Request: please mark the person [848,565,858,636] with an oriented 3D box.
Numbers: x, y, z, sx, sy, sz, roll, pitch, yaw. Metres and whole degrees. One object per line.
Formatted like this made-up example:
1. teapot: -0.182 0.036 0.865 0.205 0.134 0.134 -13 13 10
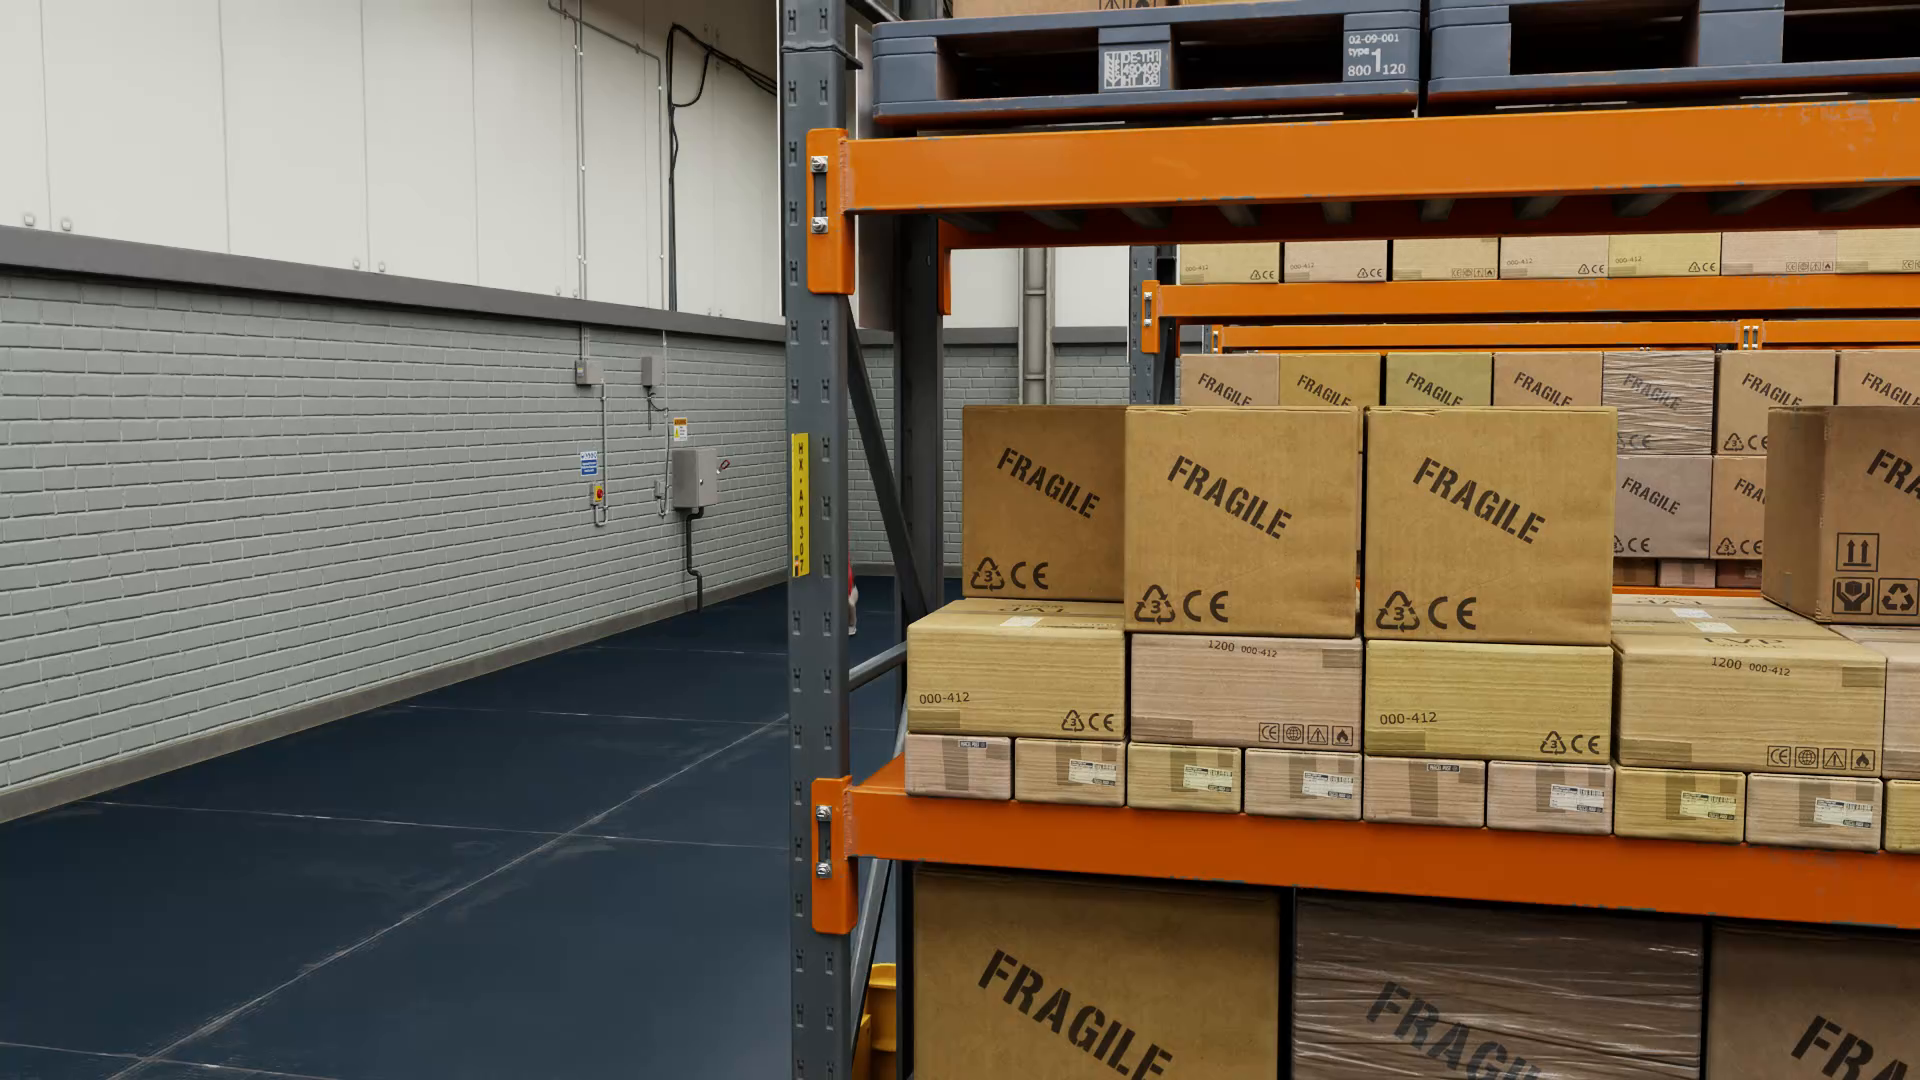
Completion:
1. person: -1.229 0.542 15.591 0.546 0.854 0.882 1 5 13
